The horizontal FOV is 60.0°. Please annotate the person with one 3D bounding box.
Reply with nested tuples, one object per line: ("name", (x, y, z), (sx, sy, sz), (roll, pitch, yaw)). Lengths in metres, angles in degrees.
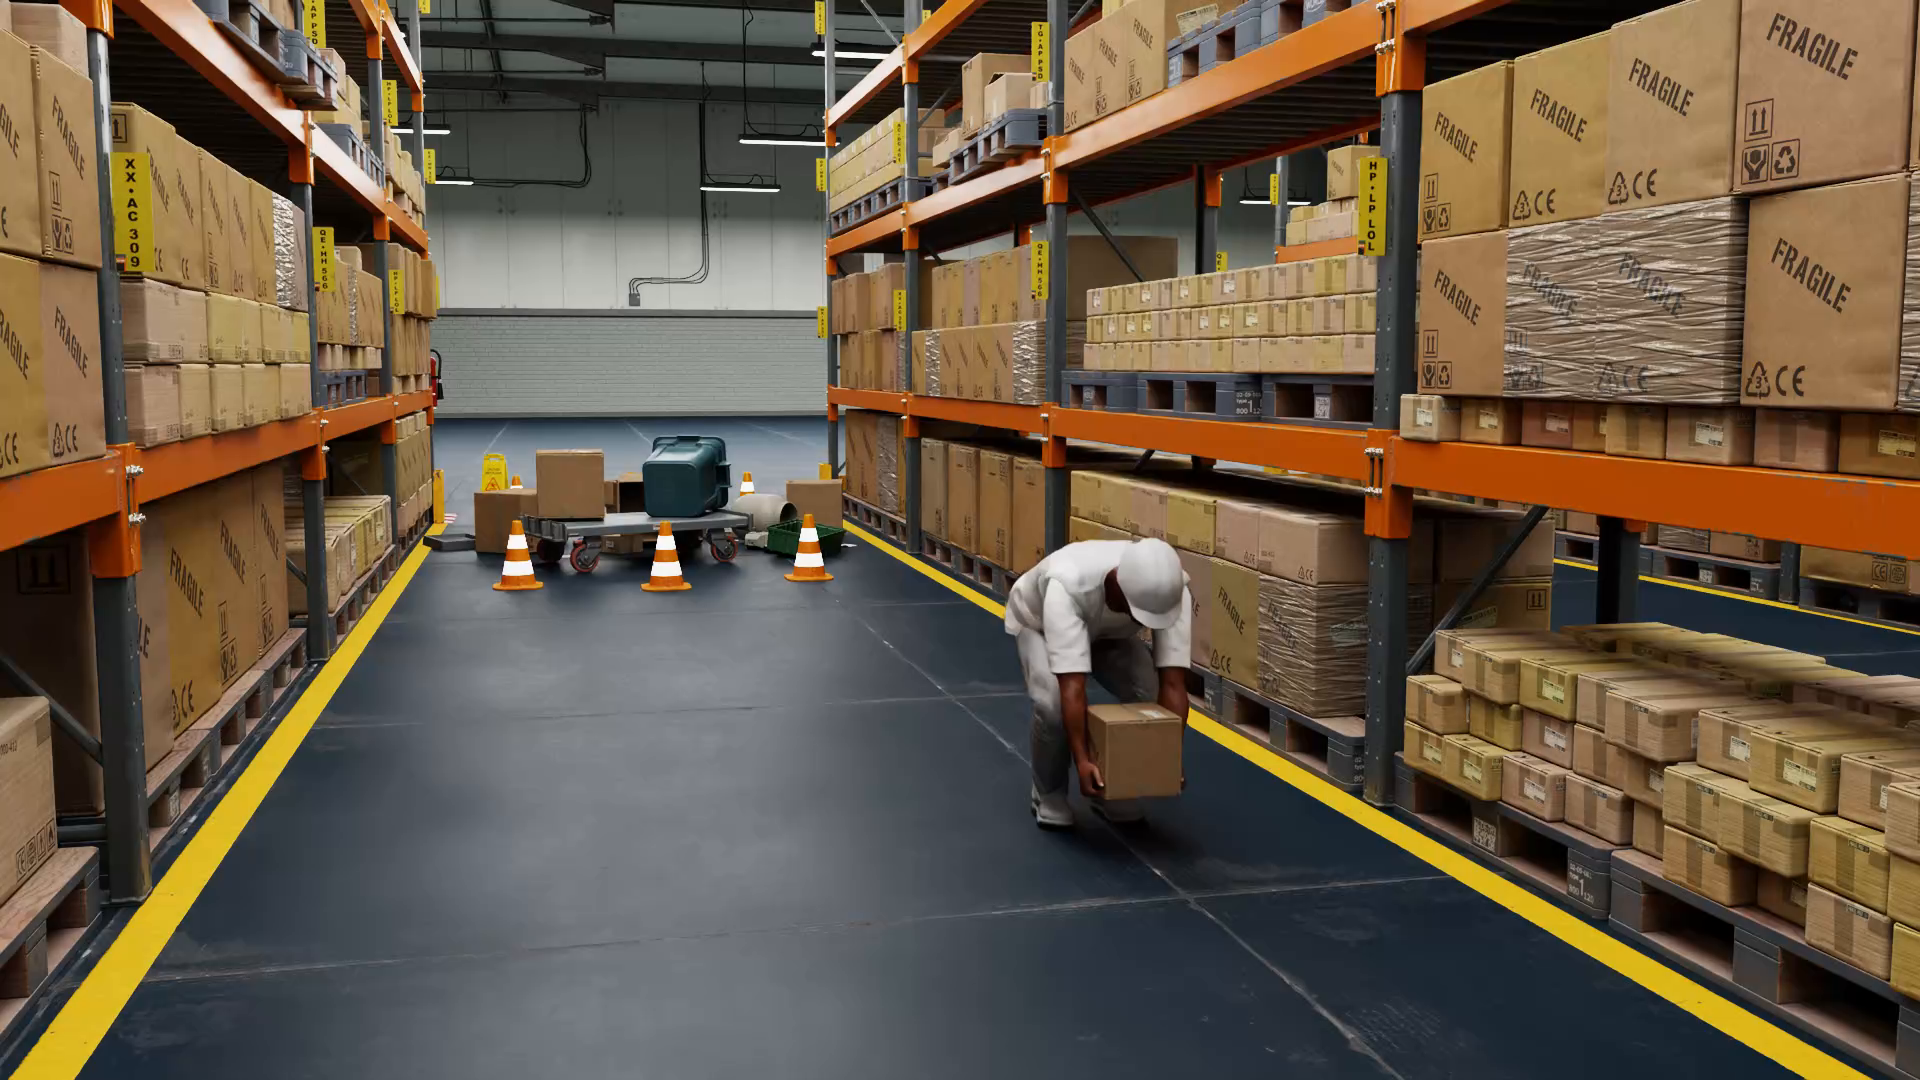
("person", (0.484, 0.462, 5.554), (0.527, 1.017, 0.948), (-2, 6, -16))
